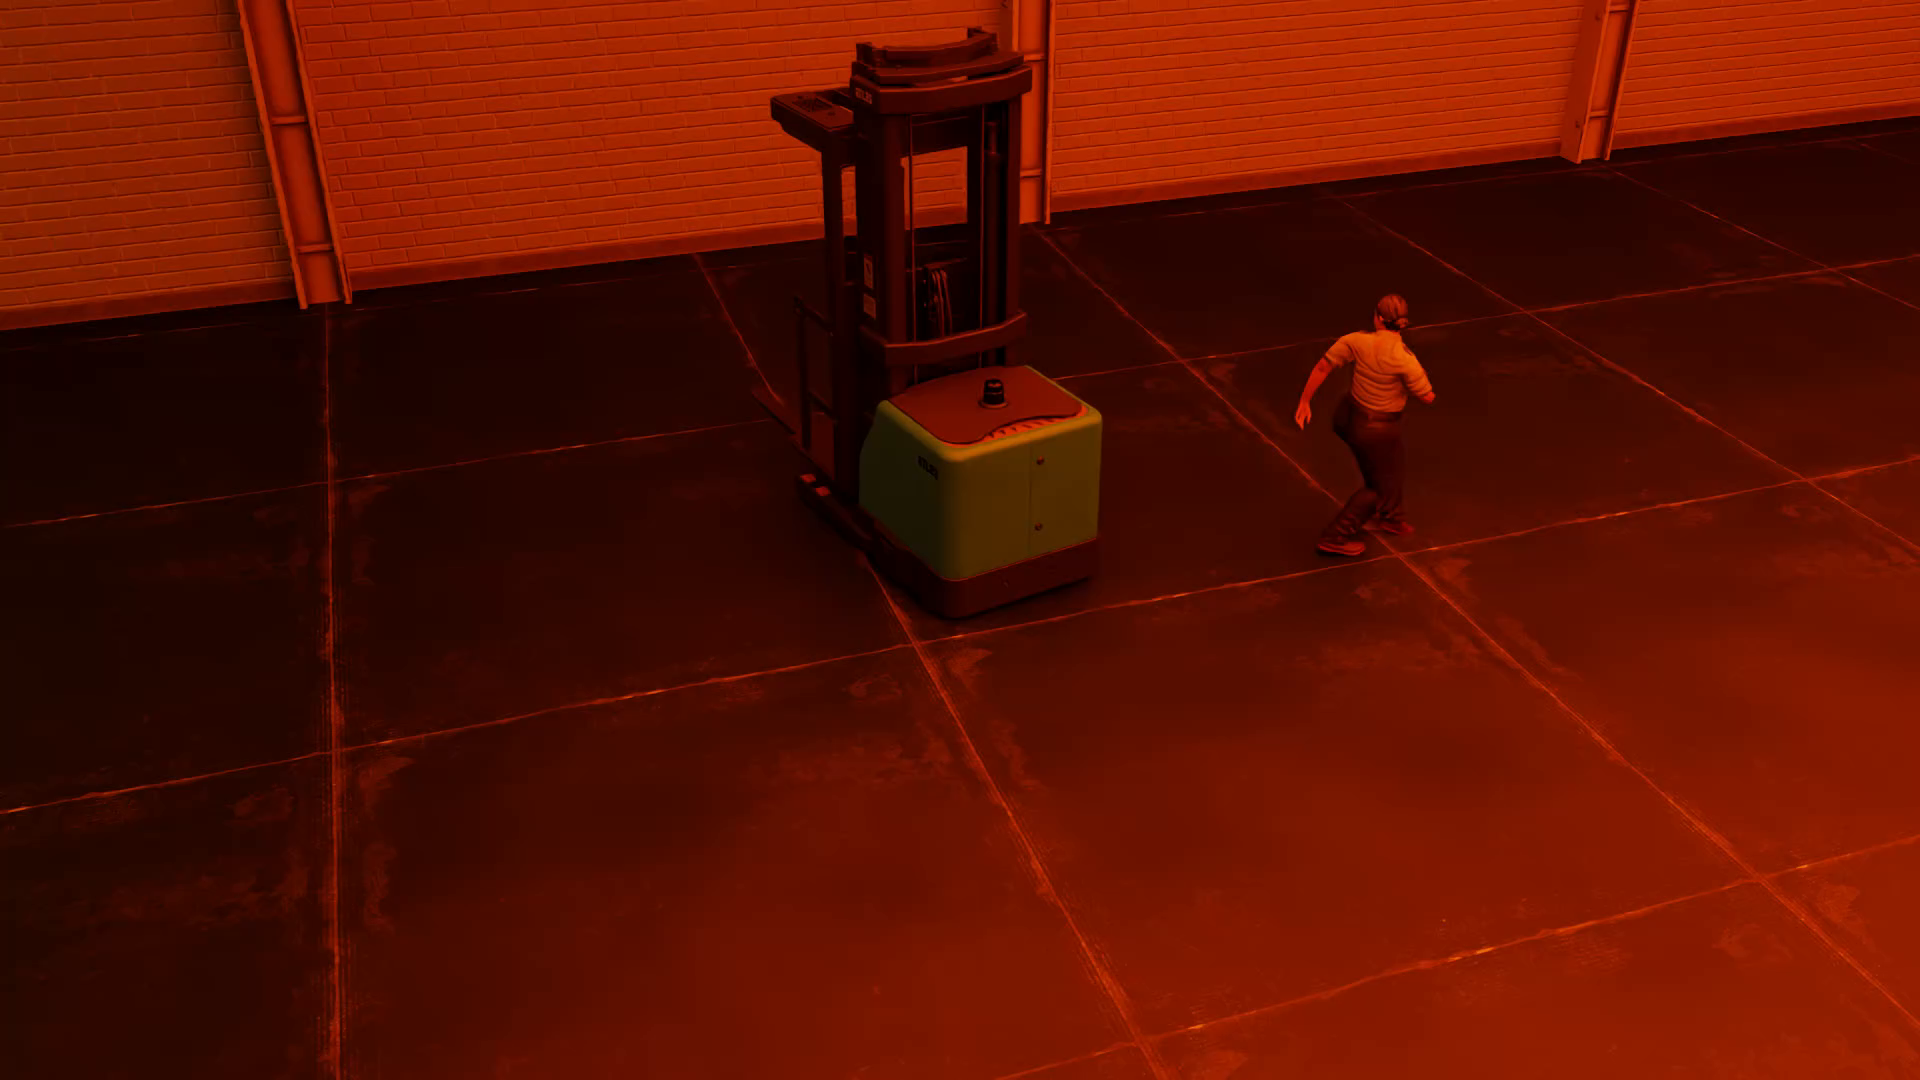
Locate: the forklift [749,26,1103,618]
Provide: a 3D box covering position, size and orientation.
[{"bbox_3d":[-0.385,-1.543,9.768,1.130,2.935,3.031,-16,34,-26],"label":"forklift"}]

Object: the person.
[{"bbox_3d":[2.408,-0.643,9.609,0.851,1.631,0.518,-12,32,-19],"label":"person"}]
